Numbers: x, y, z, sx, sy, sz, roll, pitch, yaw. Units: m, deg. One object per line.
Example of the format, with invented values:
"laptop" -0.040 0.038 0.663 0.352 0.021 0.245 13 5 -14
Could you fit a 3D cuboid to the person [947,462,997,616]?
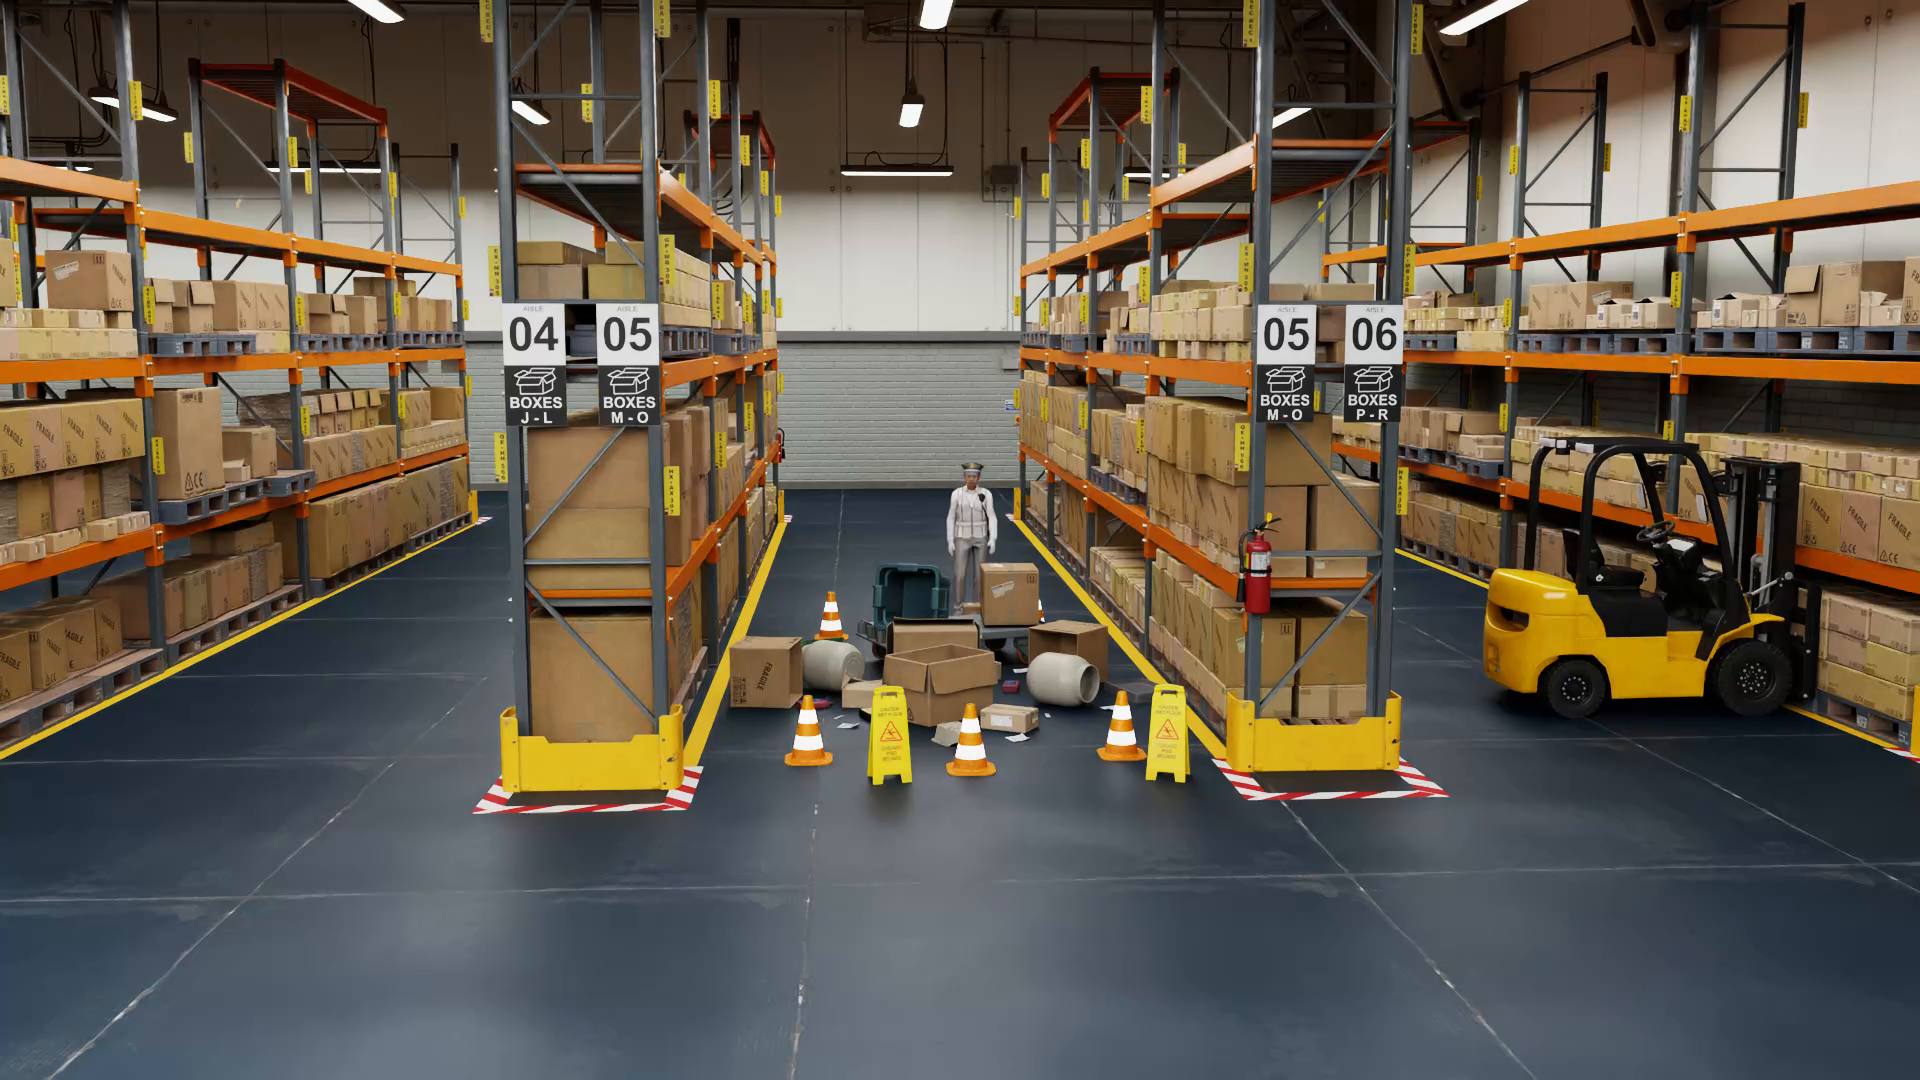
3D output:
"person" 0.131 0.033 17.426 0.518 1.700 0.460 0 7 -3
